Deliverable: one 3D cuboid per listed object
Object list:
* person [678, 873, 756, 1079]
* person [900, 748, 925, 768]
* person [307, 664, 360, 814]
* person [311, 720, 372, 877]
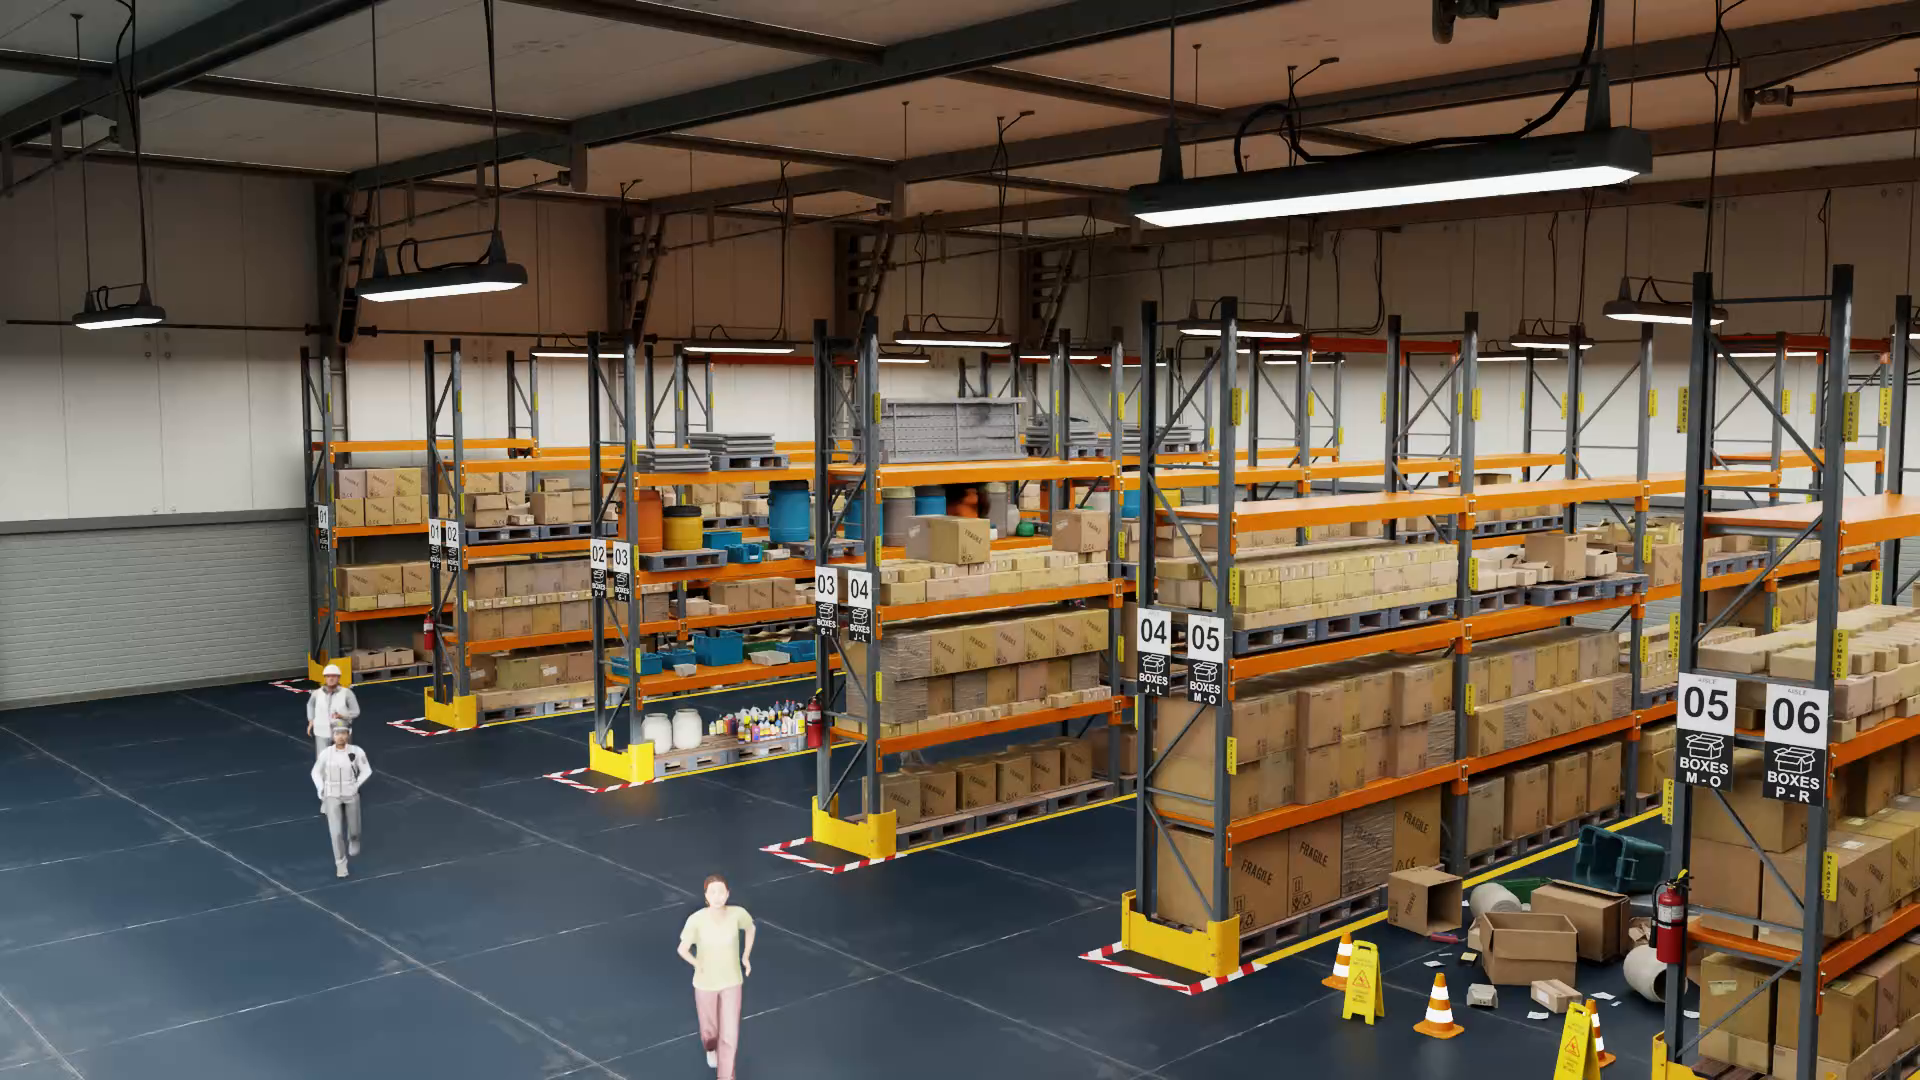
[{"bbox_3d":[-1.769,3.259,12.166,0.578,1.664,0.934,-1,5,-11],"label":"person"},{"bbox_3d":[-0.622,2.391,21.300,0.670,1.825,0.749,5,7,44],"label":"person"},{"bbox_3d":[-7.814,2.429,20.733,0.658,1.767,0.945,-1,5,-14],"label":"person"},{"bbox_3d":[-6.688,2.756,17.990,0.620,1.652,0.697,-2,5,-18],"label":"person"}]
